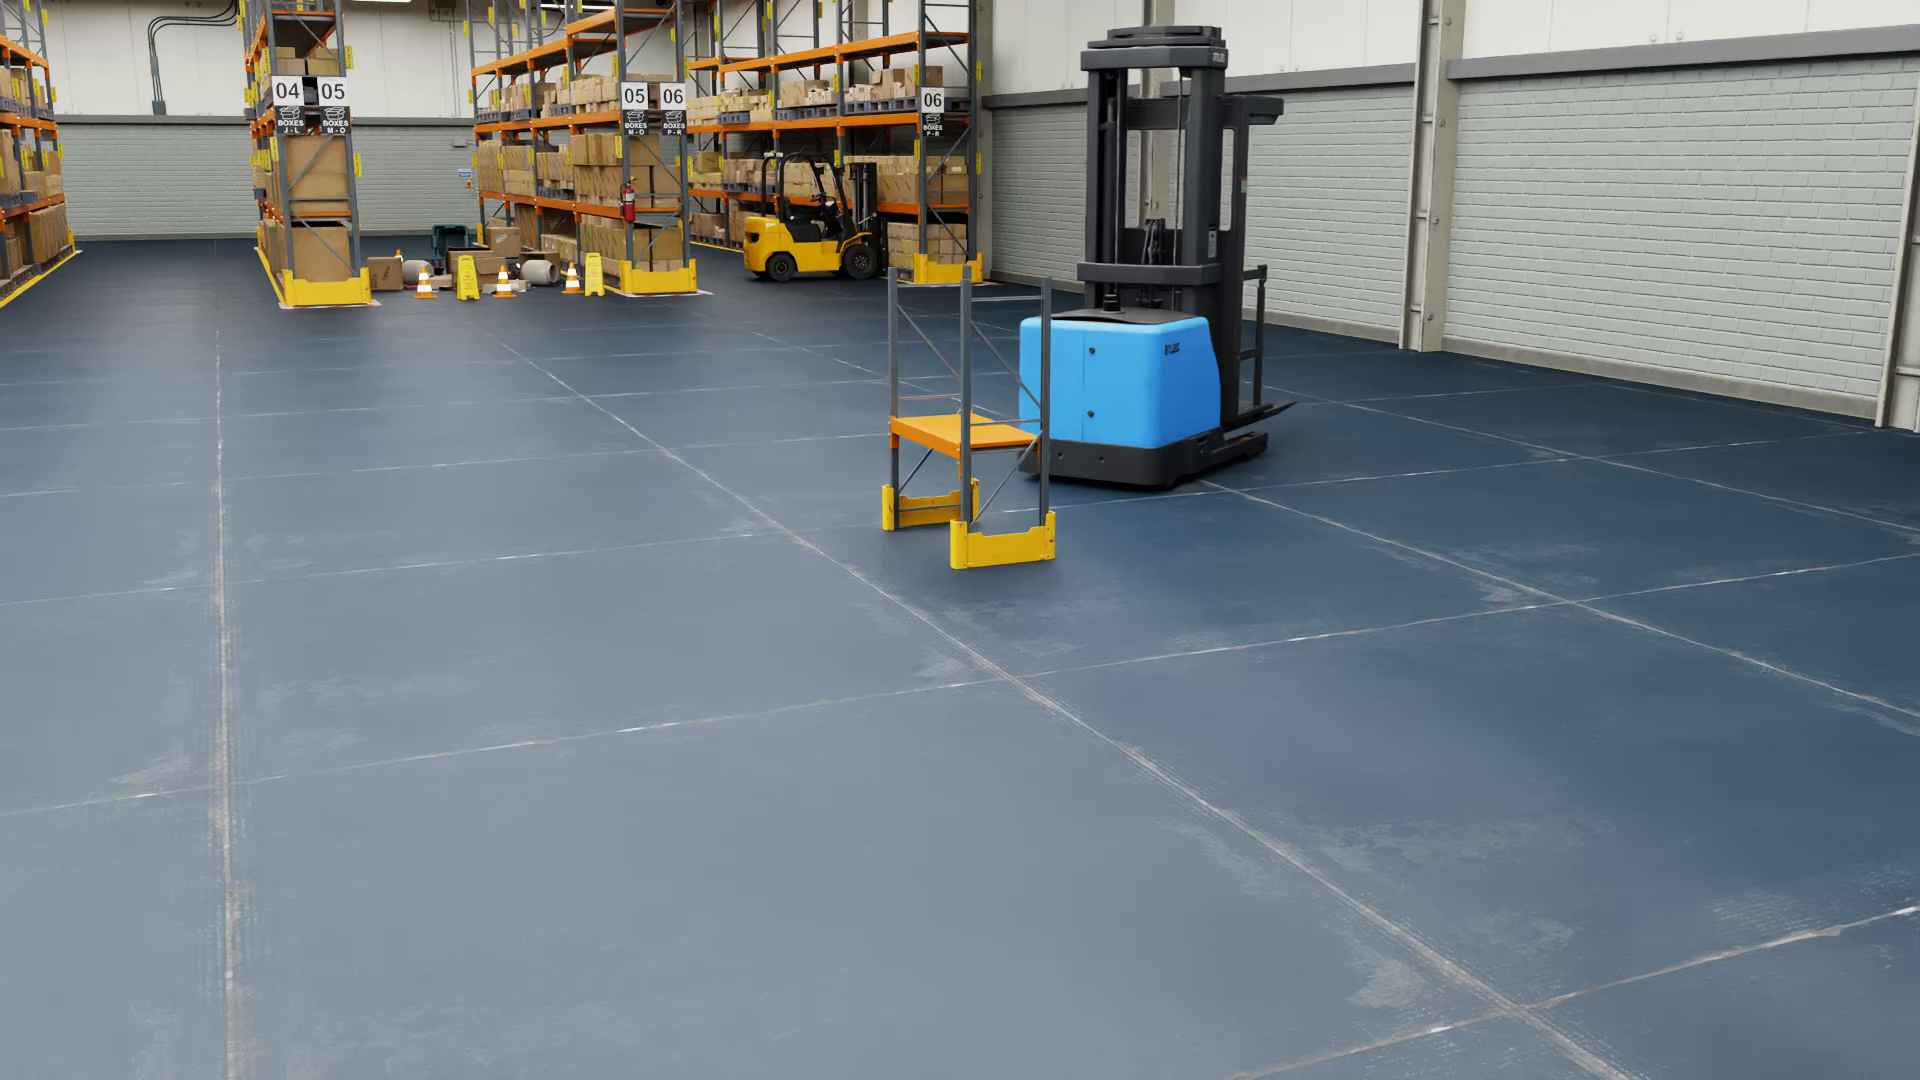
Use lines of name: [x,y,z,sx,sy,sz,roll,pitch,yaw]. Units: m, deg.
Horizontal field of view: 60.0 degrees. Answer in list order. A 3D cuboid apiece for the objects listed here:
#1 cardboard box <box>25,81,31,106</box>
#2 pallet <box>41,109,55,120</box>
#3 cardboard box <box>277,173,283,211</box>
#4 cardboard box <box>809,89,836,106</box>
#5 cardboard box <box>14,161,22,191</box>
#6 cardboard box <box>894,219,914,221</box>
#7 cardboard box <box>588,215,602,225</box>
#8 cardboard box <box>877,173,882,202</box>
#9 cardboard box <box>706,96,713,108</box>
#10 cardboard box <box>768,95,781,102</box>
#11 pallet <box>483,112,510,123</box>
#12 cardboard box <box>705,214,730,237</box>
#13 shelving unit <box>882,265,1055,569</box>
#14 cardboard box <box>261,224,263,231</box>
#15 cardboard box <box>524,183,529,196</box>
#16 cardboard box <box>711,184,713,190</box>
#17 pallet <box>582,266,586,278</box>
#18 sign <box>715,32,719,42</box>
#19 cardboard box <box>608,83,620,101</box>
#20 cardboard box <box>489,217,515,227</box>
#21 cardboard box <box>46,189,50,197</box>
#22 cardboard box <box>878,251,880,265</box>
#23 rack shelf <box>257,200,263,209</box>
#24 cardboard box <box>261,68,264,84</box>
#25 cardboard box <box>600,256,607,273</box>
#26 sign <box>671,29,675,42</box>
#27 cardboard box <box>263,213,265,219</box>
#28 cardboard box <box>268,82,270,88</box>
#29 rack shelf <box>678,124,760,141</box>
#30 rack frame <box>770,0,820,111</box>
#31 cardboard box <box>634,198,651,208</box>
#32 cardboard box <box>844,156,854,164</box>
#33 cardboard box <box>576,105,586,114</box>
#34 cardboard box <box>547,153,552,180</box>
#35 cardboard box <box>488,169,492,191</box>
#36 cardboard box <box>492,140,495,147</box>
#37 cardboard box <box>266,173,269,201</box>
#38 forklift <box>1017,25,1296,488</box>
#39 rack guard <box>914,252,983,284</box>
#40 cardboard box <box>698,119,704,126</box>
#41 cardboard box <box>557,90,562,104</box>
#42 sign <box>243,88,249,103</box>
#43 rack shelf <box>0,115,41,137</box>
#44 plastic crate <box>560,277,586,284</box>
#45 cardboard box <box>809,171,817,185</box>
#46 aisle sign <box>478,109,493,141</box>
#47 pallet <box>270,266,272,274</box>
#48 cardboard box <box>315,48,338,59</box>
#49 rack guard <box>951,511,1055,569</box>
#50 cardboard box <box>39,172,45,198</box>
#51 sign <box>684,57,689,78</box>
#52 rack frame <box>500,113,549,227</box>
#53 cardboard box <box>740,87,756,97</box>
cardboard box: [-19.220,-9.011,33.625,0.700,0.500,0.500,-5,14,-20]
pallet: [-19.935,-9.072,35.460,1.003,0.211,1.213,-6,14,-23]
cardboard box: [-9.678,-5.185,24.788,0.875,0.550,0.550,-6,14,-23]
cardboard box: [-2.629,-8.629,32.392,0.500,0.311,0.500,-6,14,-25]
cardboard box: [-16.469,-6.193,28.321,0.700,0.500,0.500,-3,13,-15]
cardboard box: [-1.027,-5.730,30.425,0.500,0.250,0.500,-6,14,-23]
cardboard box: [-6.163,-5.485,28.482,0.380,0.149,0.250,-5,14,-21]
cardboard box: [-1.260,-6.288,29.666,0.500,0.500,0.500,-6,14,-23]
cardboard box: [-5.647,-10.287,39.078,0.500,0.250,0.500,-6,14,-24]
cardboard box: [-3.819,-9.269,34.905,0.380,0.149,0.250,-5,14,-21]
pallet: [-10.363,-9.715,38.237,1.003,0.211,1.213,-6,14,-23]
cardboard box: [-5.735,-7.608,40.201,0.700,0.500,0.500,-6,14,-25]
shelving unit: [0.031,-0.715,9.133,0.587,1.500,1.083,-6,14,-23]
cardboard box: [-15.025,-6.825,36.280,0.380,0.149,0.250,-6,14,-25]
cardboard box: [-8.617,-7.161,33.989,0.500,0.250,0.500,-5,14,-22]
cardboard box: [-5.703,-8.405,39.589,0.380,0.149,0.250,-5,14,-21]
pallet: [-6.053,-4.728,29.330,1.003,0.211,1.213,-6,14,-23]
sign: [-6.099,-12.651,41.653,0.100,0.325,0.005,-6,14,-23]
cardboard box: [-5.204,-7.010,26.028,0.500,0.250,0.500,-6,14,-24]
cardboard box: [-10.806,-7.530,40.005,0.875,0.438,0.875,-6,14,-25]
cardboard box: [-18.453,-6.949,33.298,0.380,0.149,0.250,-6,14,-23]
cardboard box: [-1.295,-5.091,29.883,0.500,0.250,0.500,-5,14,-21]
rack shelf: [-14.856,-7.470,36.588,1.077,0.370,4.000,-6,14,-23]
cardboard box: [-10.707,-7.310,26.171,0.500,0.250,0.500,-6,14,-23]
cardboard box: [-5.738,-4.619,27.841,0.500,0.250,0.500,-6,14,-25]
sign: [-7.113,-12.518,41.252,0.100,0.325,0.005,-6,14,-23]
cardboard box: [-14.001,-6.583,34.108,0.500,0.250,0.500,-6,14,-25]
cardboard box: [-9.792,-6.610,24.030,0.380,0.149,0.250,-5,14,-22]
rack shelf: [-5.814,-9.848,40.212,1.077,0.370,4.000,-6,14,-23]
rack frame: [-3.411,-10.420,34.436,1.000,3.000,0.127,-6,14,-23]
cardboard box: [-5.098,-5.331,26.310,0.380,0.149,0.250,-5,14,-21]
cardboard box: [-1.953,-7.088,31.024,0.380,0.149,0.250,-5,14,-22]
cardboard box: [-6.403,-7.415,28.661,0.380,0.149,0.250,-6,14,-23]
cardboard box: [-7.555,-7.117,31.654,0.500,0.500,0.500,-5,14,-22]
cardboard box: [-10.601,-8.314,38.420,0.500,0.500,0.500,-5,14,-21]
cardboard box: [-10.429,-9.032,37.863,0.380,0.149,0.250,-6,14,-24]
cardboard box: [-12.112,-6.303,29.730,0.500,0.500,0.500,-6,14,-23]
forklift: [1.572,-2.049,11.724,1.130,2.935,3.031,8,15,30]
rack guard: [-0.196,-4.622,28.232,1.175,0.500,0.348,-6,14,-23]
cardboard box: [-6.071,-10.026,39.942,0.380,0.149,0.250,-5,14,-22]
cardboard box: [-7.123,-8.133,30.607,0.500,0.250,0.500,-5,14,-22]
sign: [-16.154,-10.072,37.643,0.100,0.325,0.005,-6,14,-23]
rack shelf: [-17.839,-7.678,30.833,1.077,0.370,4.000,-6,14,-23]
plastic crate: [-6.477,-4.401,28.209,0.402,0.080,0.583,-12,18,-42]
cardboard box: [-2.651,-7.132,32.756,0.500,0.250,0.500,-5,14,-22]
aisle sign: [-11.456,-9.957,39.972,0.394,0.787,0.004,-6,14,-23]
pallet: [-12.206,-5.052,30.732,1.003,0.211,1.213,-6,14,-23]
cardboard box: [-9.090,-7.006,23.973,0.380,0.149,0.250,-5,14,-22]
rack guard: [0.230,-0.003,8.829,0.587,0.250,0.087,-6,14,-23]
cardboard box: [-18.010,-6.854,32.109,0.500,0.500,0.500,-5,14,-21]
sign: [-4.256,-7.332,25.806,0.100,0.325,0.005,-6,14,-23]
rack frame: [-9.560,-7.875,36.743,1.000,3.000,0.127,-6,14,-23]
cardboard box: [-4.828,-10.206,37.988,0.396,0.266,0.258,-6,14,-24]
